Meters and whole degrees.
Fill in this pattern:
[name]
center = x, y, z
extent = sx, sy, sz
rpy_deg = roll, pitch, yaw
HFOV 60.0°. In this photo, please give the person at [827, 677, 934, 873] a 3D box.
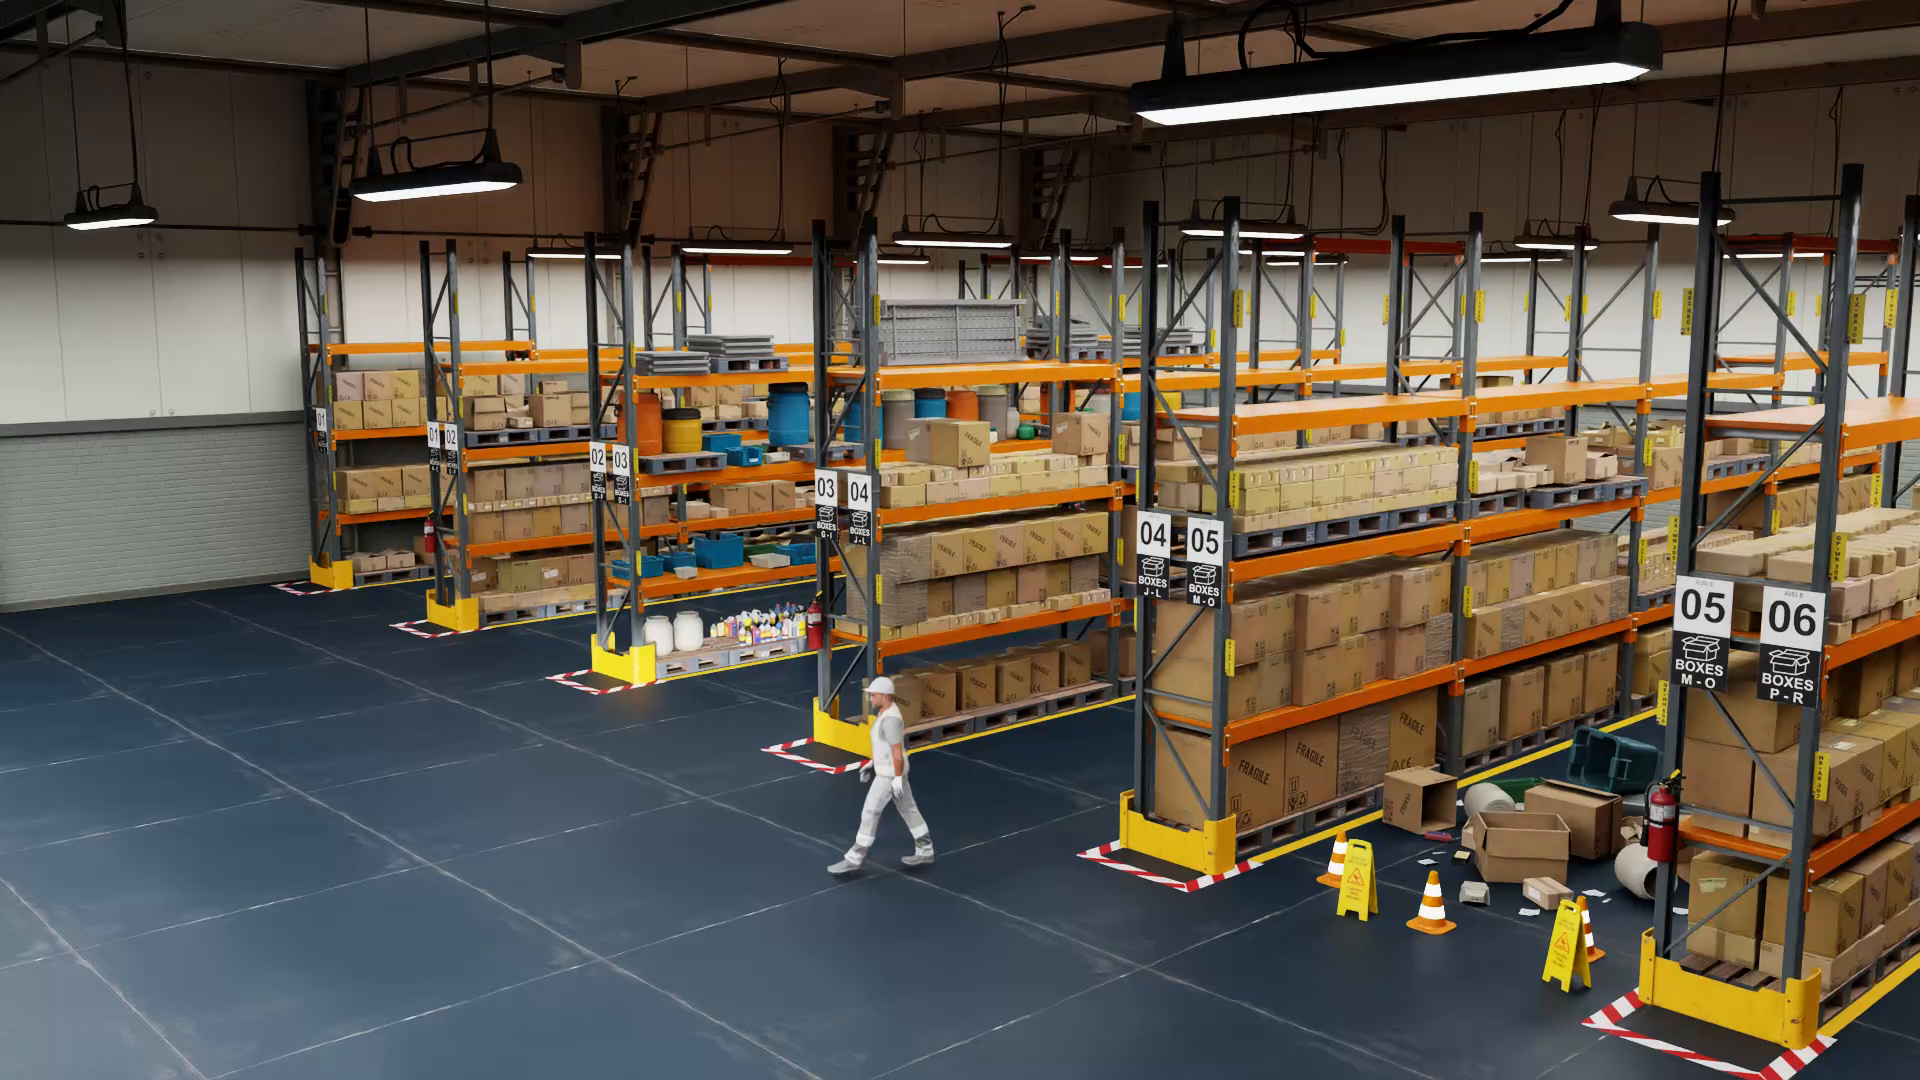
[person]
center = -0.708, 2.092, 14.966
extent = 0.949, 1.736, 0.561
rpy_deg = 0, 8, 1
